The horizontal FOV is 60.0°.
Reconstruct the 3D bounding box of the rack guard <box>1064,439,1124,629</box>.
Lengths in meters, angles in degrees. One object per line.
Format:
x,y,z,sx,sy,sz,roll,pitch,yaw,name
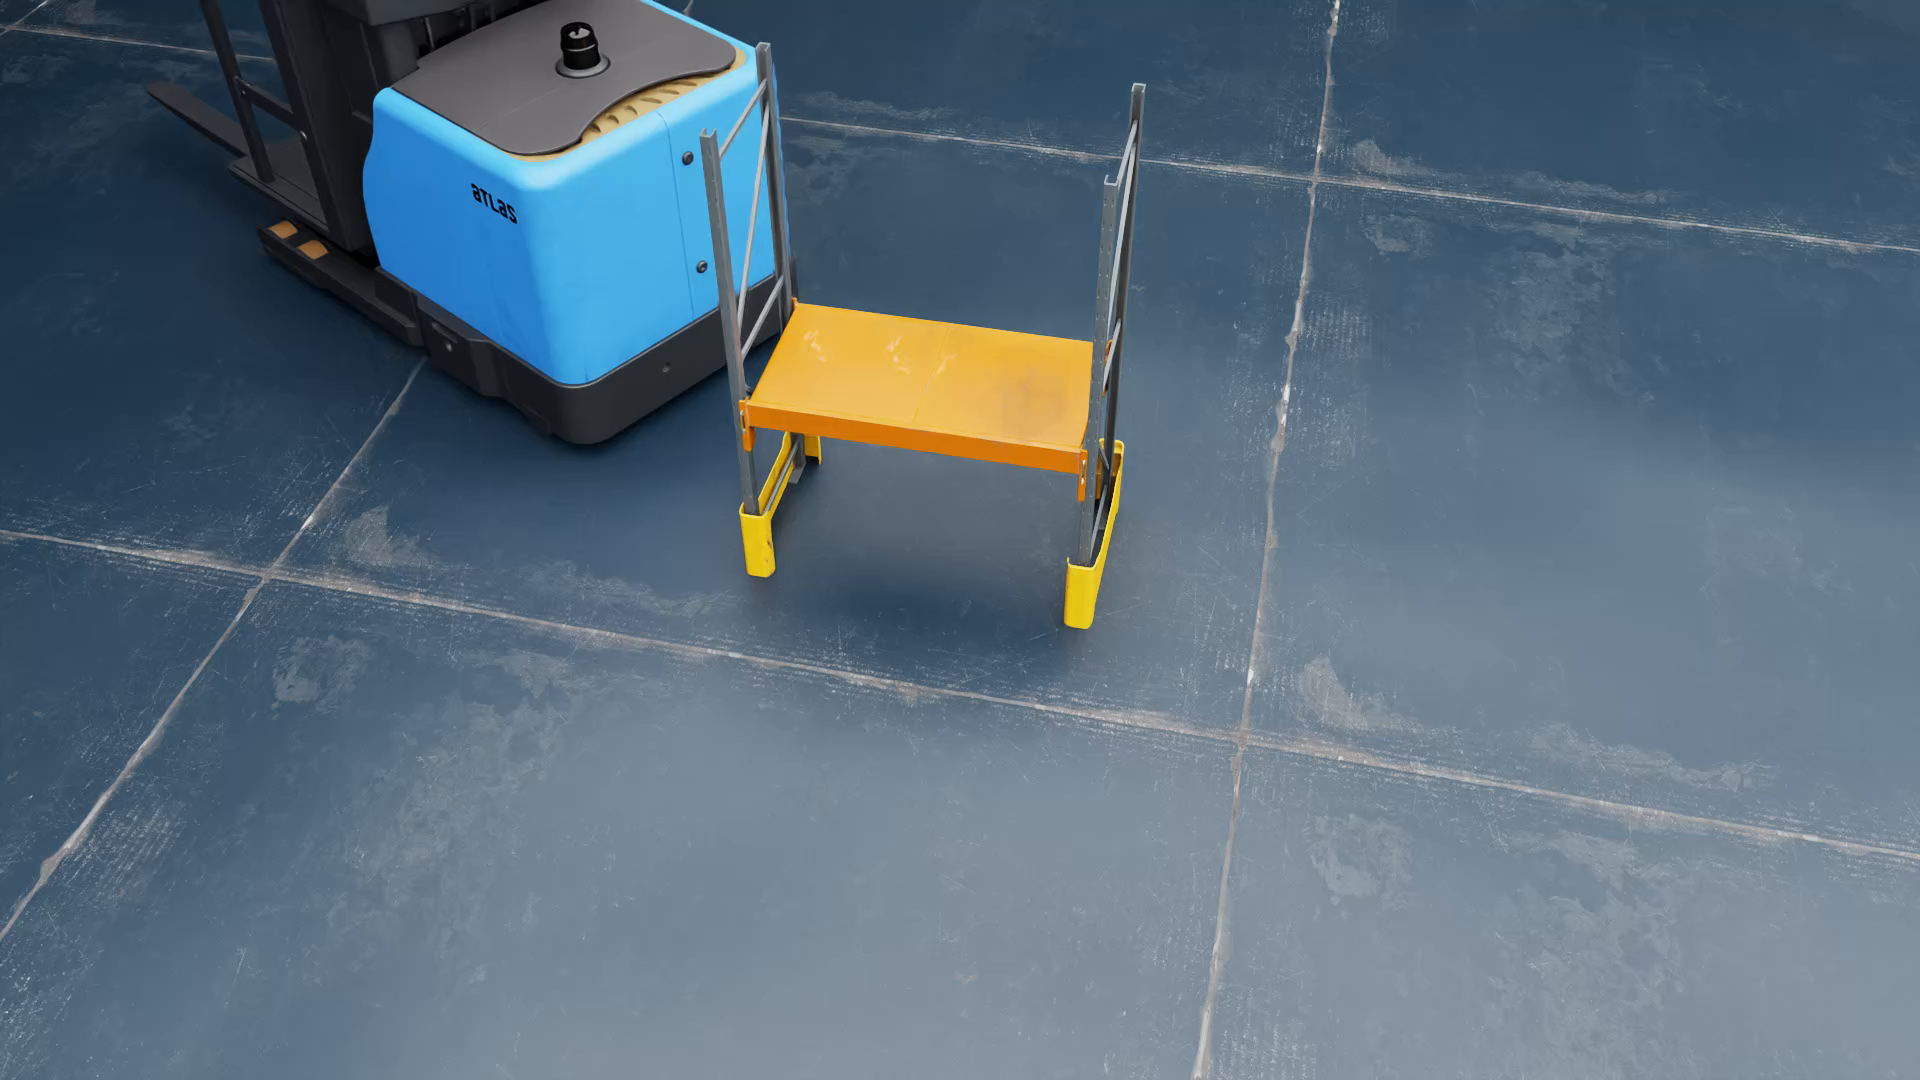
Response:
0.412,-0.026,5.097,0.087,0.250,0.587,9,45,9,rack guard

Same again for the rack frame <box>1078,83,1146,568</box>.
0.413,-0.476,4.663,0.032,1.500,0.500,9,45,9,rack frame

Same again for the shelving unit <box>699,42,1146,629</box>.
-0.074,-0.552,4.742,1.083,1.500,0.587,9,45,9,shelving unit

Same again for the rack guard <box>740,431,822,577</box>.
-0.560,-0.177,5.254,0.087,0.250,0.587,9,45,9,rack guard

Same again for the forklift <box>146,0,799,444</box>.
-2.016,-2.254,5.479,3.031,2.935,1.130,31,52,28,forklift

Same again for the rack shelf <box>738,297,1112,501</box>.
-0.083,-0.424,4.868,1.000,0.185,0.538,9,45,9,rack shelf

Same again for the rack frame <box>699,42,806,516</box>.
-0.579,-0.630,4.823,0.032,1.500,0.500,9,45,9,rack frame
